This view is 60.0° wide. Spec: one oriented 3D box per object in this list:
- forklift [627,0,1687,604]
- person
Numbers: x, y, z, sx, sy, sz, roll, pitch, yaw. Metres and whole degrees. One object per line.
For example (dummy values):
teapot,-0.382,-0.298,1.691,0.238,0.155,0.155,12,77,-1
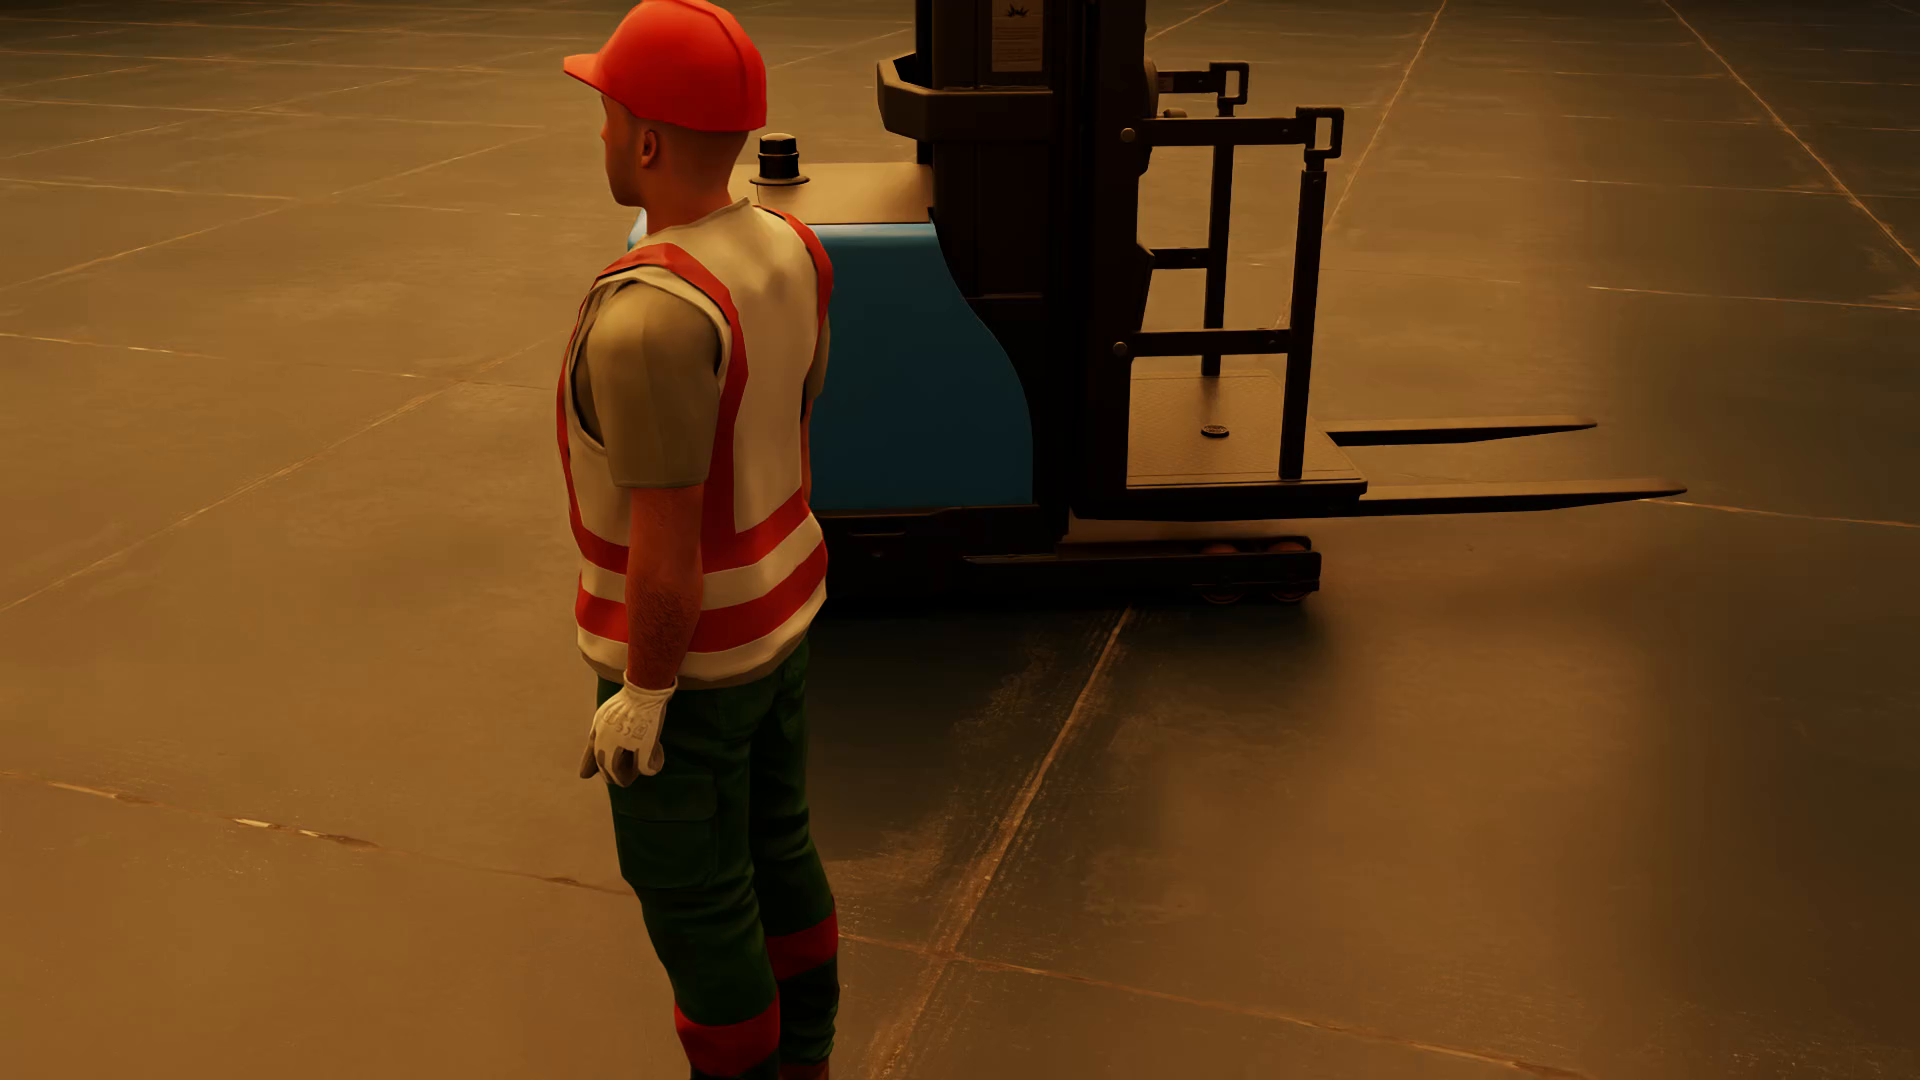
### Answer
forklift,0.606,-1.374,4.608,3.031,2.935,1.130,-2,23,-4
person,-0.383,0.144,2.425,0.346,1.795,0.542,7,23,17
